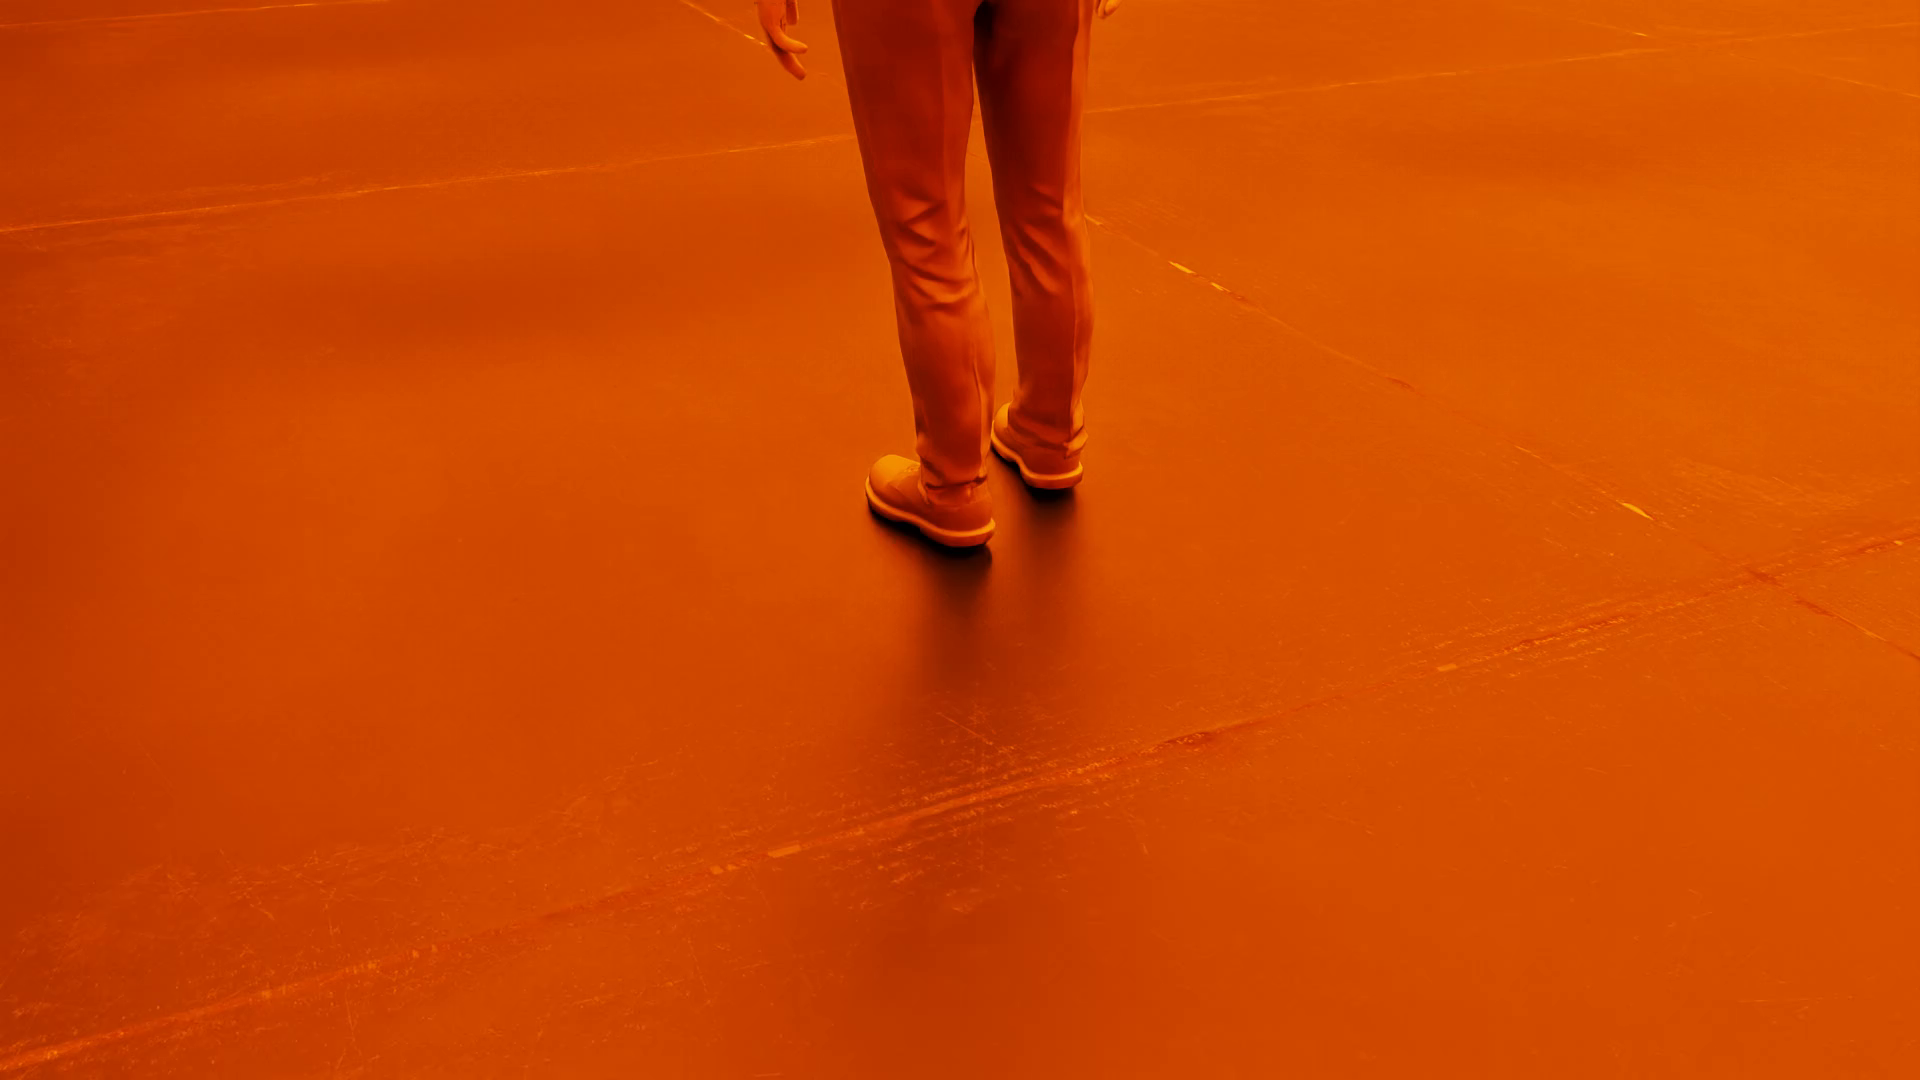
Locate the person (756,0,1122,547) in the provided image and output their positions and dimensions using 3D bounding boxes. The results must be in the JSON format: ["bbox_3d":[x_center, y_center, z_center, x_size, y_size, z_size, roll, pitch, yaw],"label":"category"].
[{"bbox_3d":[-0.022,-0.790,2.168,0.586,1.694,0.532,-12,29,-22],"label":"person"}]
